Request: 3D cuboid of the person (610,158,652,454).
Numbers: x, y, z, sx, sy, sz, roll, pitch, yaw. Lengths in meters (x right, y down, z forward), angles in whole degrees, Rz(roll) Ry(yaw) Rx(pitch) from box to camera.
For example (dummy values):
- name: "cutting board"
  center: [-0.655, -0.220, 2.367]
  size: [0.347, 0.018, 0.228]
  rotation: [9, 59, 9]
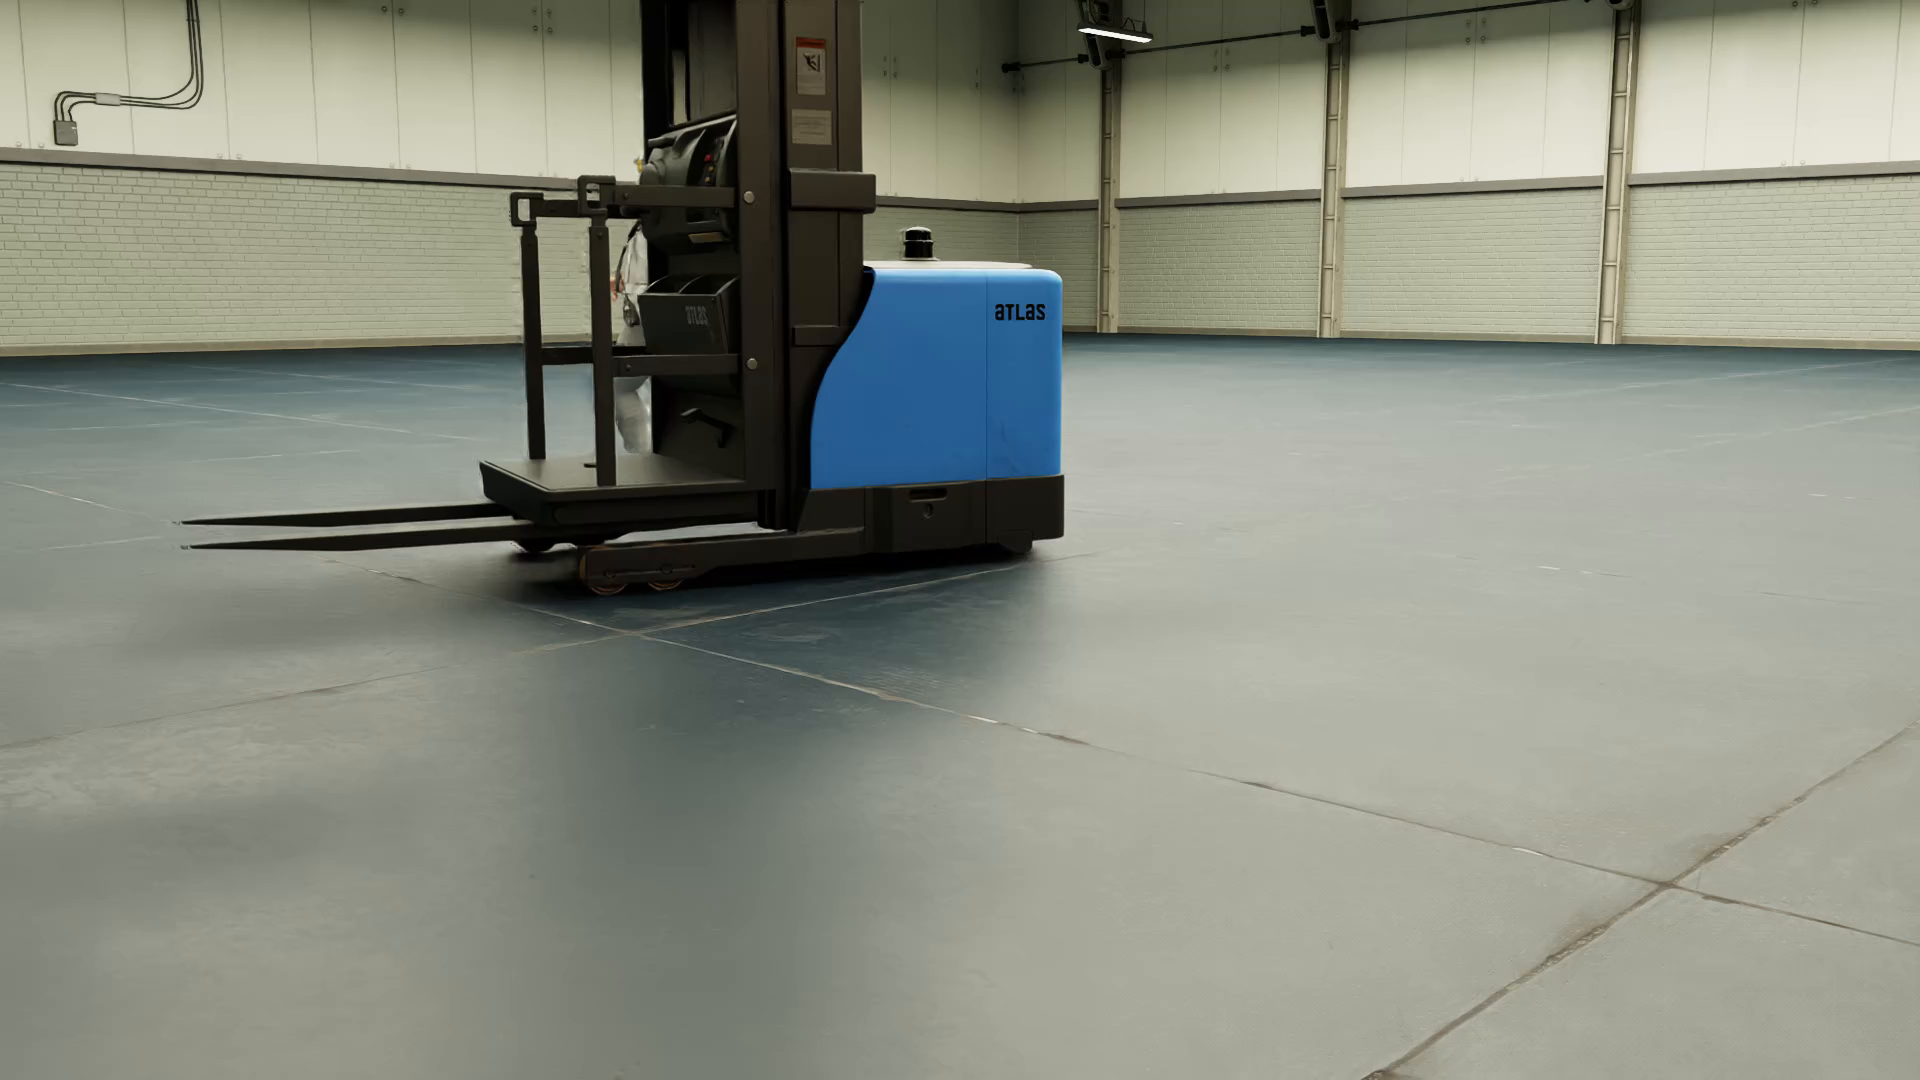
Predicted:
- name: "person"
  center: [-1.521, -1.108, 8.536]
  size: [0.779, 1.674, 0.628]
  rotation: [6, 10, 35]

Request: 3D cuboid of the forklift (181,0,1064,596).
- name: "forklift"
  center: [-1.154, -1.355, 5.872]
  size: [3.031, 2.935, 1.130]
  rotation: [-4, 10, -27]
